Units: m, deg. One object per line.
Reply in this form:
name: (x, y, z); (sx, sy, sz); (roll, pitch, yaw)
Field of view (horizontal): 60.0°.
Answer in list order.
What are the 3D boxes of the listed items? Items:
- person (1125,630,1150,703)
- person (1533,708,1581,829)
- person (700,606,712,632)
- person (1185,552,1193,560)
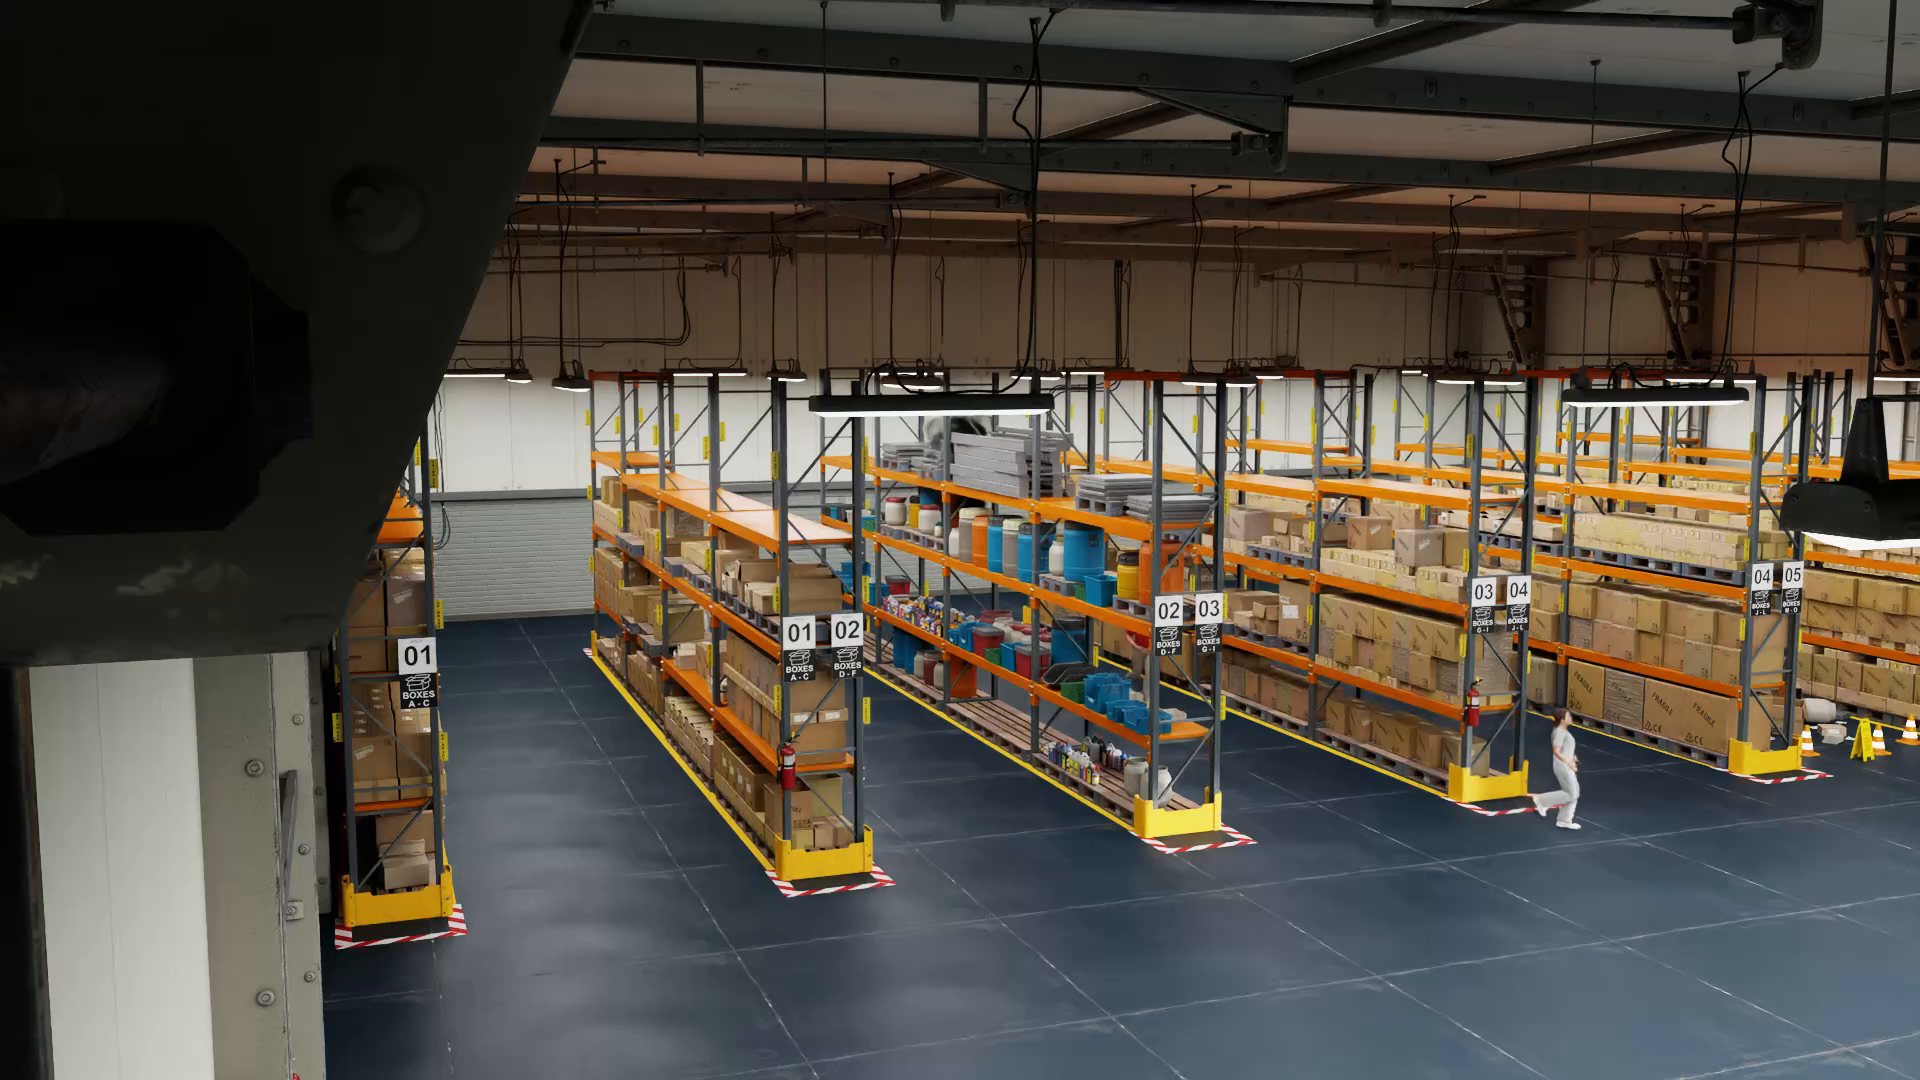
person: (3.341, 2.093, 30.547); (0.687, 1.722, 0.911); (-3, 7, -25)
person: (8.014, 3.052, 22.277); (0.623, 1.620, 0.565); (2, 7, 18)
person: (-5.453, 1.495, 35.345); (0.661, 1.812, 0.894); (-4, 7, -30)
person: (5.421, 1.070, 39.713); (0.672, 1.708, 0.776); (0, 6, -1)
